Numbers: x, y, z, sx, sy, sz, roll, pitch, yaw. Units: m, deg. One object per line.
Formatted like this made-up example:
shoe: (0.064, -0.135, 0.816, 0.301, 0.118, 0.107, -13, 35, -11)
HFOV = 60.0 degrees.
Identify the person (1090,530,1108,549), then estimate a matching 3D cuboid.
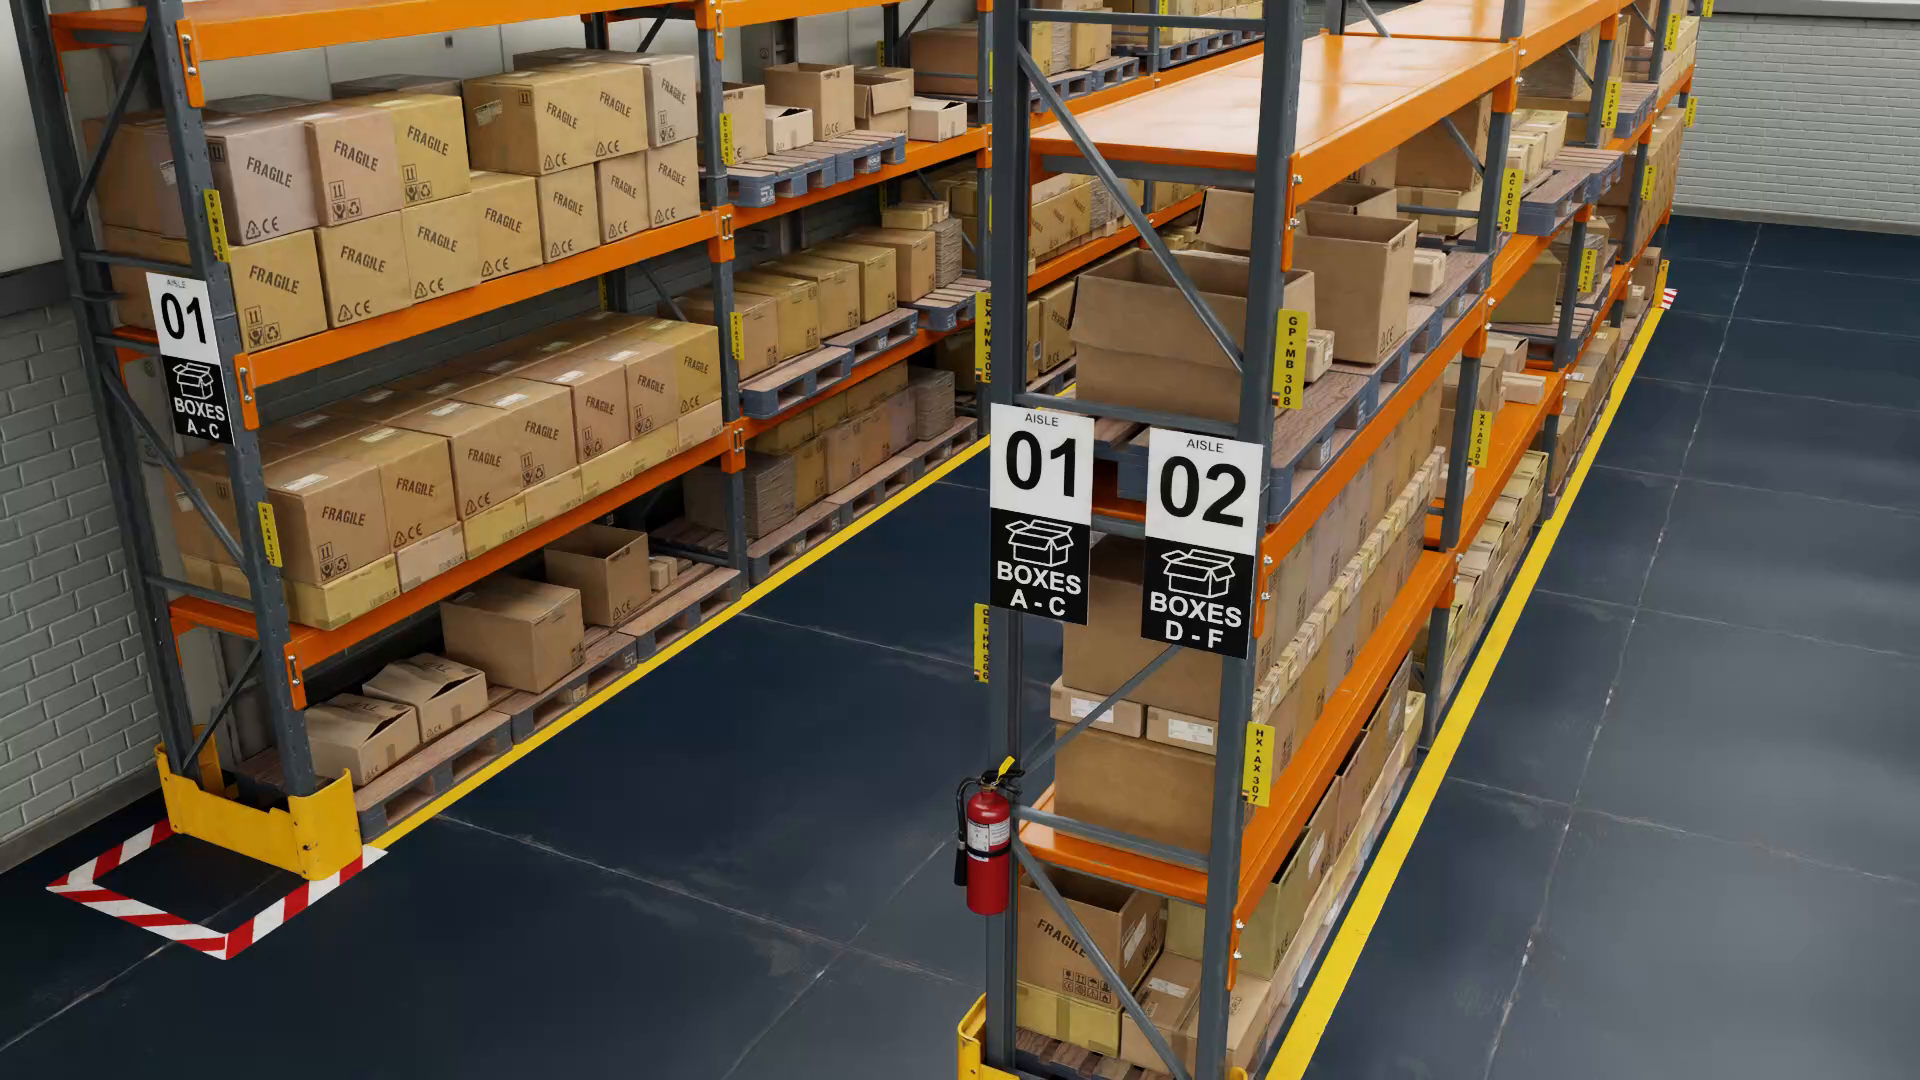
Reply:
person: (1.004, -0.082, 10.910, 0.411, 1.800, 0.684, -16, 27, -33)
